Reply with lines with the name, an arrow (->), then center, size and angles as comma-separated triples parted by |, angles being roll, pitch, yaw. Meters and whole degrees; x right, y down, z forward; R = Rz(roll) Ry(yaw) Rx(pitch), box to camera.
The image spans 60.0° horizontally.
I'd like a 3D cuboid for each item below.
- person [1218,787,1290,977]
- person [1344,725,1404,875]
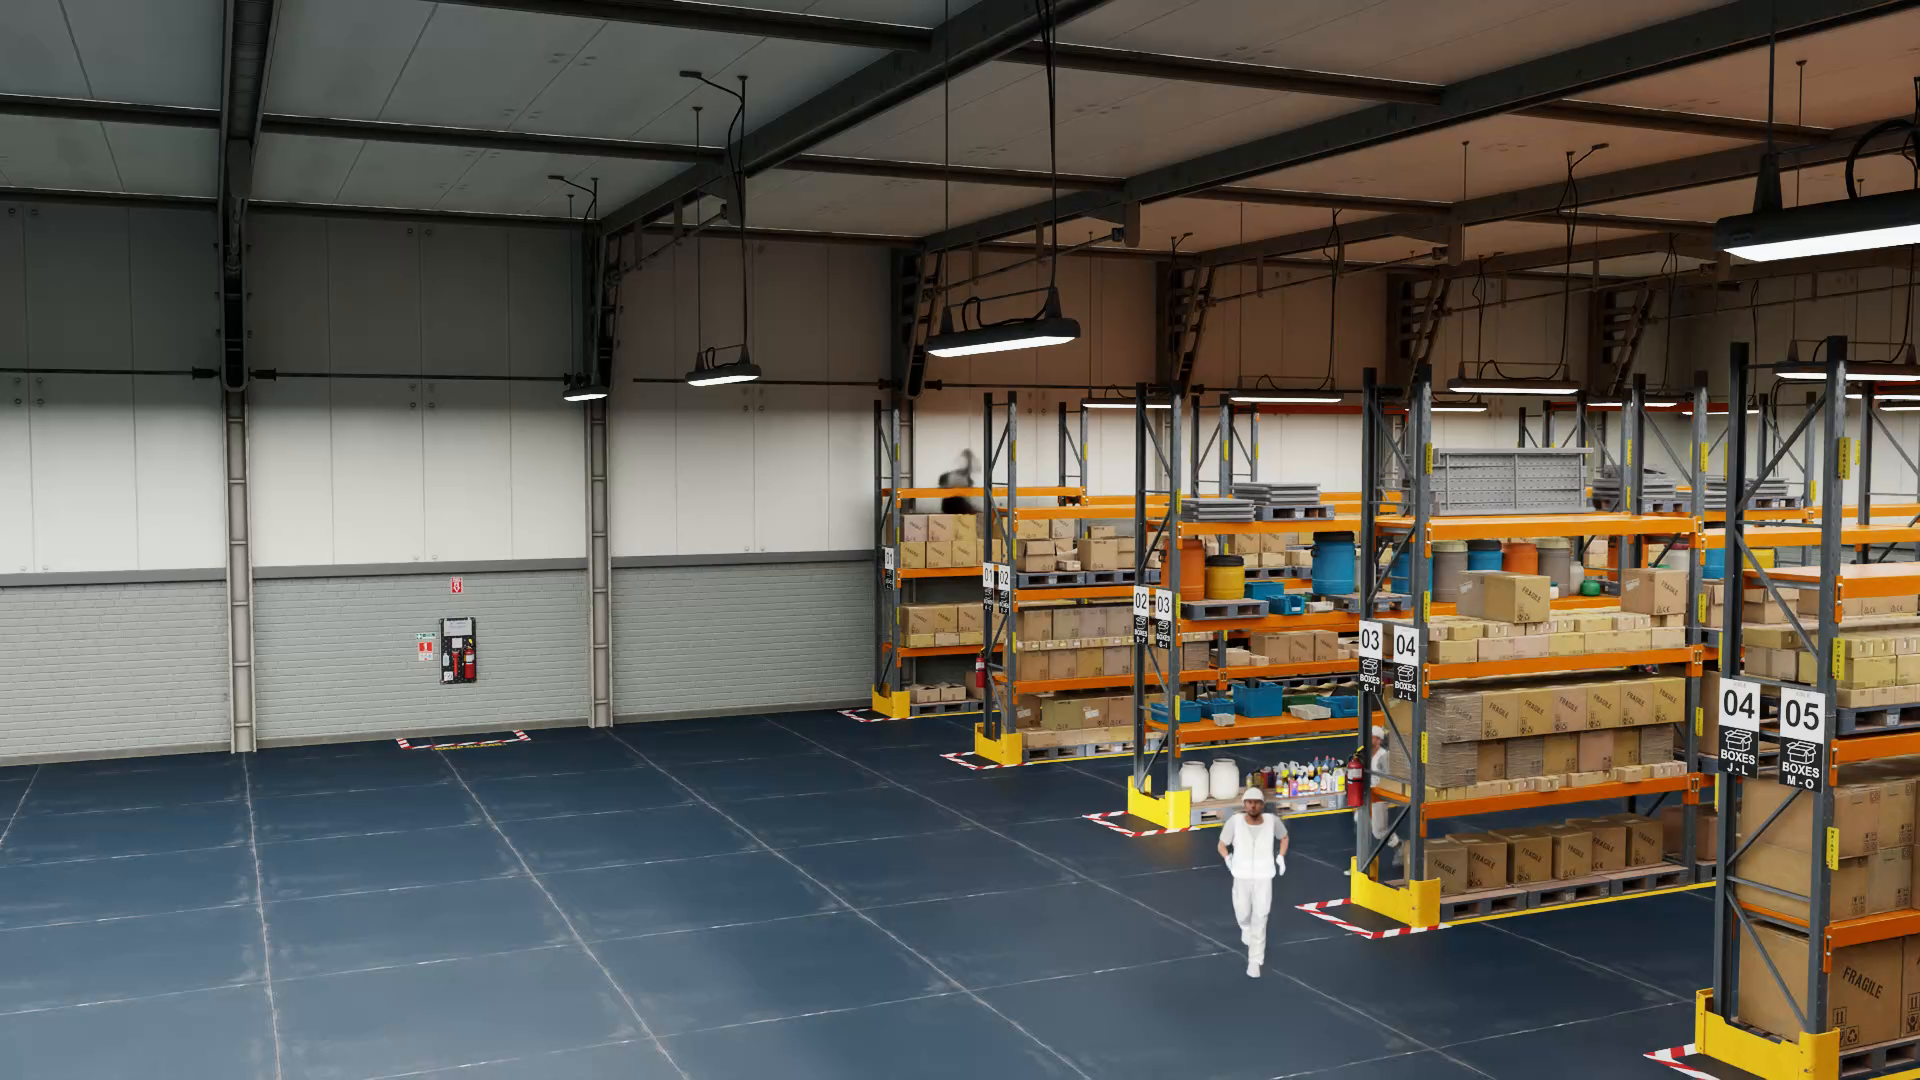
person -> 2.893, 3.316, 16.412 | 0.695, 1.769, 0.953 | 1, 3, 12
person -> 4.980, 3.101, 19.912 | 0.884, 1.777, 0.680 | -2, 4, -27
